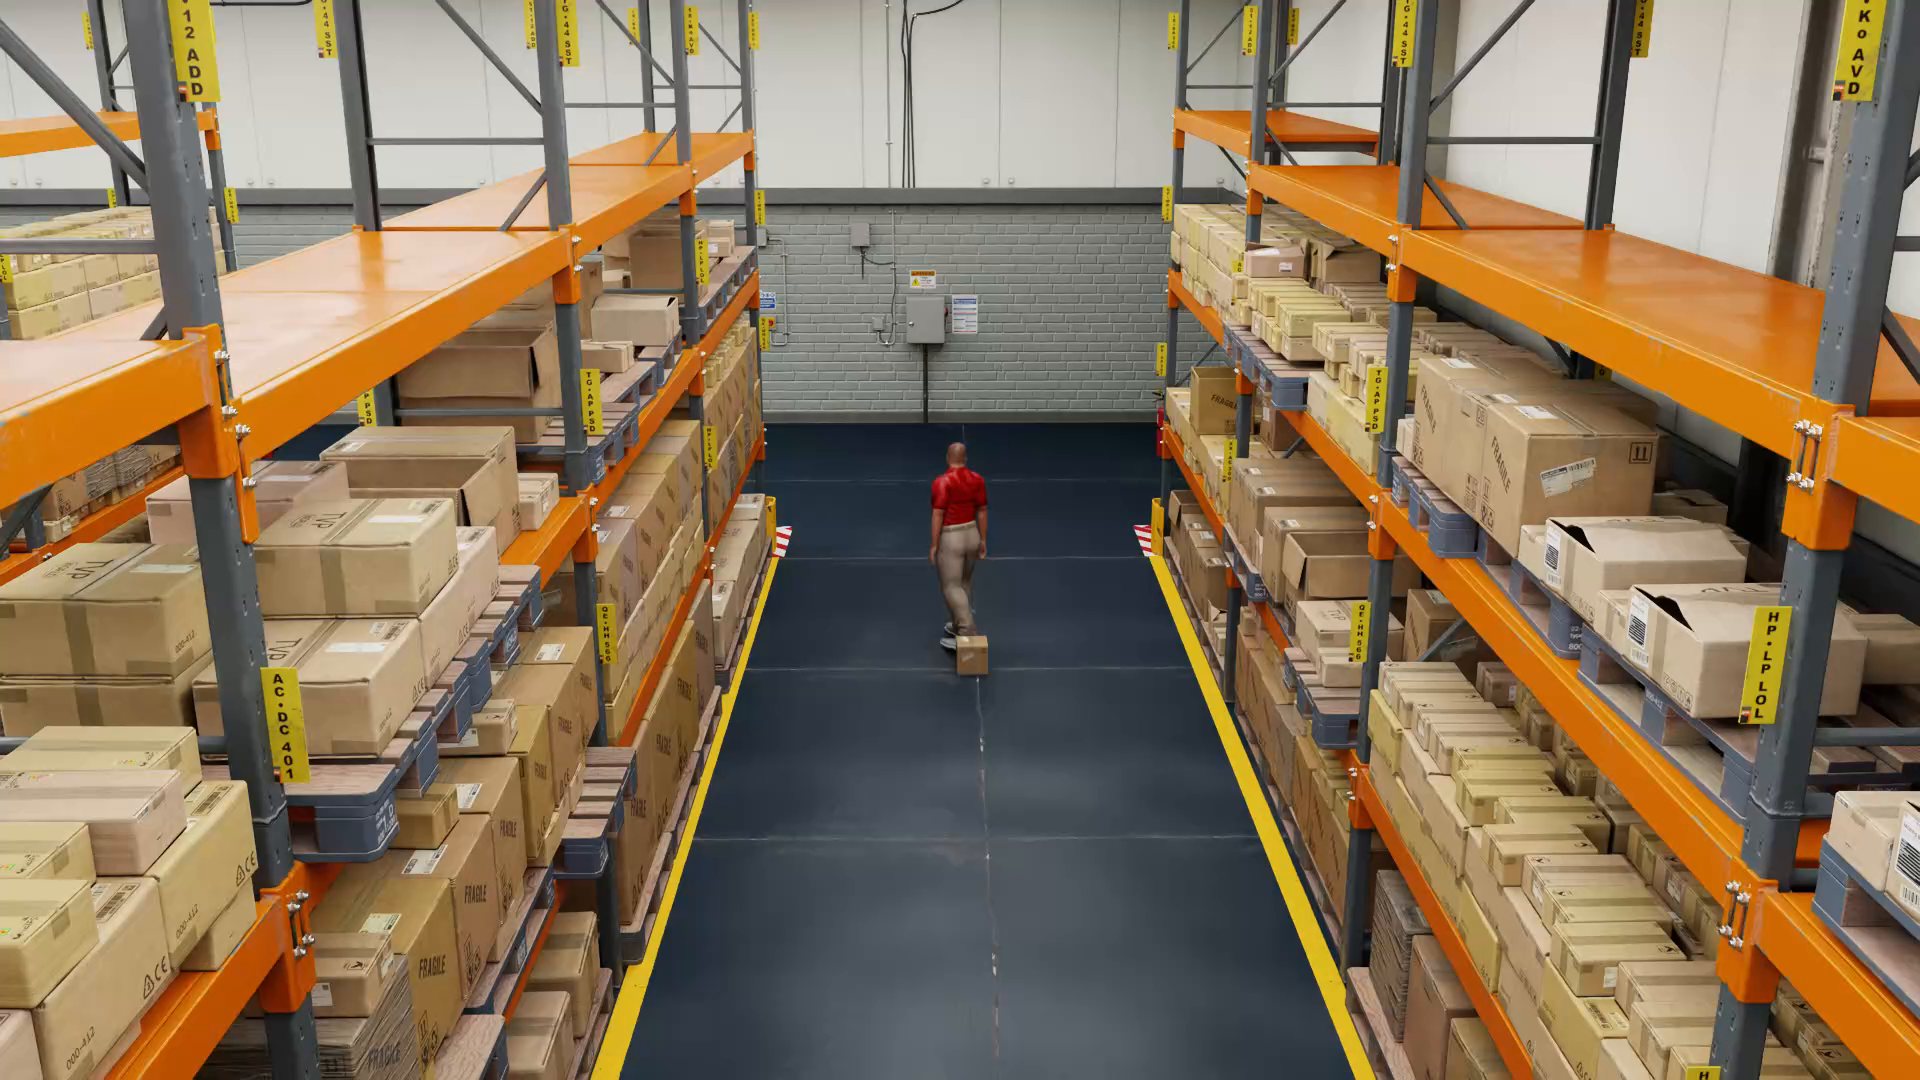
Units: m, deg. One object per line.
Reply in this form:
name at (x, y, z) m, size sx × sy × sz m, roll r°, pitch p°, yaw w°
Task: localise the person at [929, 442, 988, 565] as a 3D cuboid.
person at (-0.054, -0.307, 14.017) m, size 0.569 × 1.042 × 0.316 m, roll -14°, pitch 22°, yaw -38°
